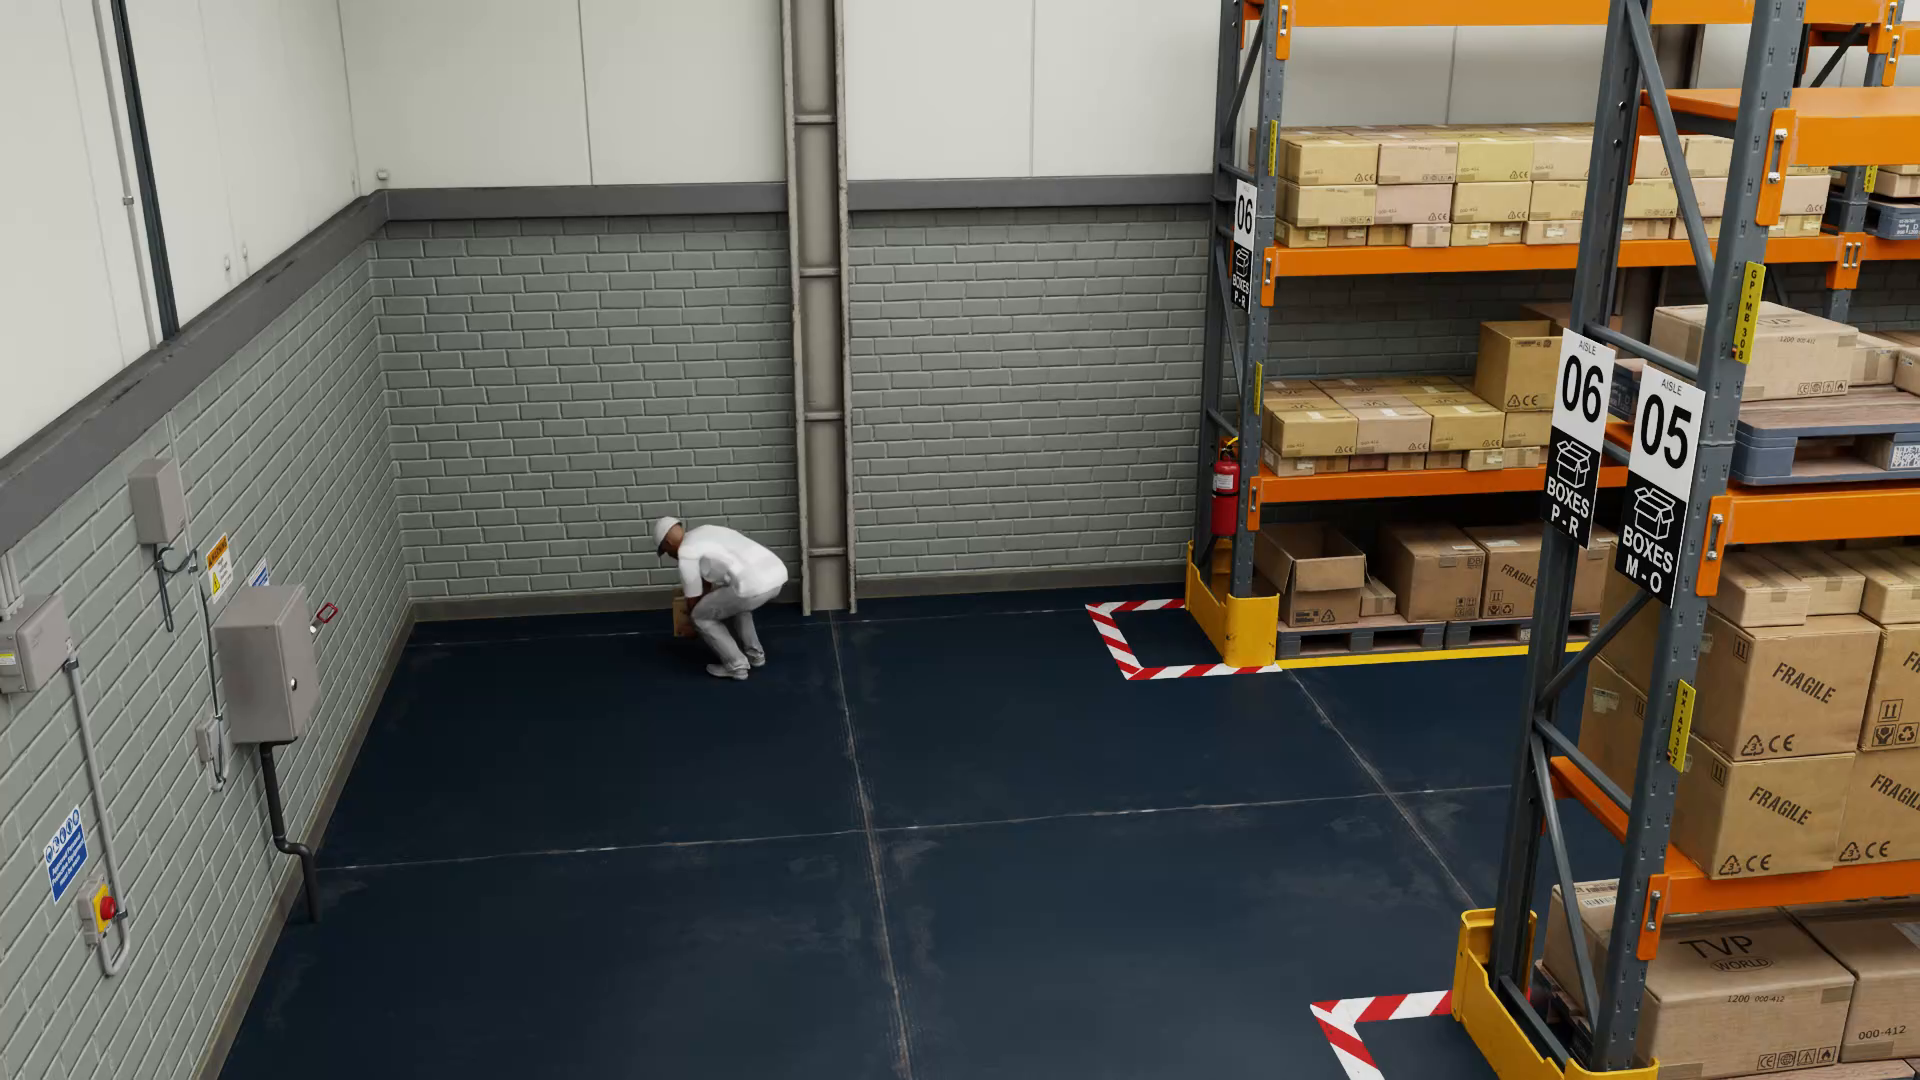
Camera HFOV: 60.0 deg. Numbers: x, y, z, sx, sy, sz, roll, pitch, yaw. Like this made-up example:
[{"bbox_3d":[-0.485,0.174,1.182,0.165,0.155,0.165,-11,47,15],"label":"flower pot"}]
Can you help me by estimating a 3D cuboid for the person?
[{"bbox_3d":[-1.620,0.378,11.110,0.950,1.009,0.526,10,22,26],"label":"person"}]
